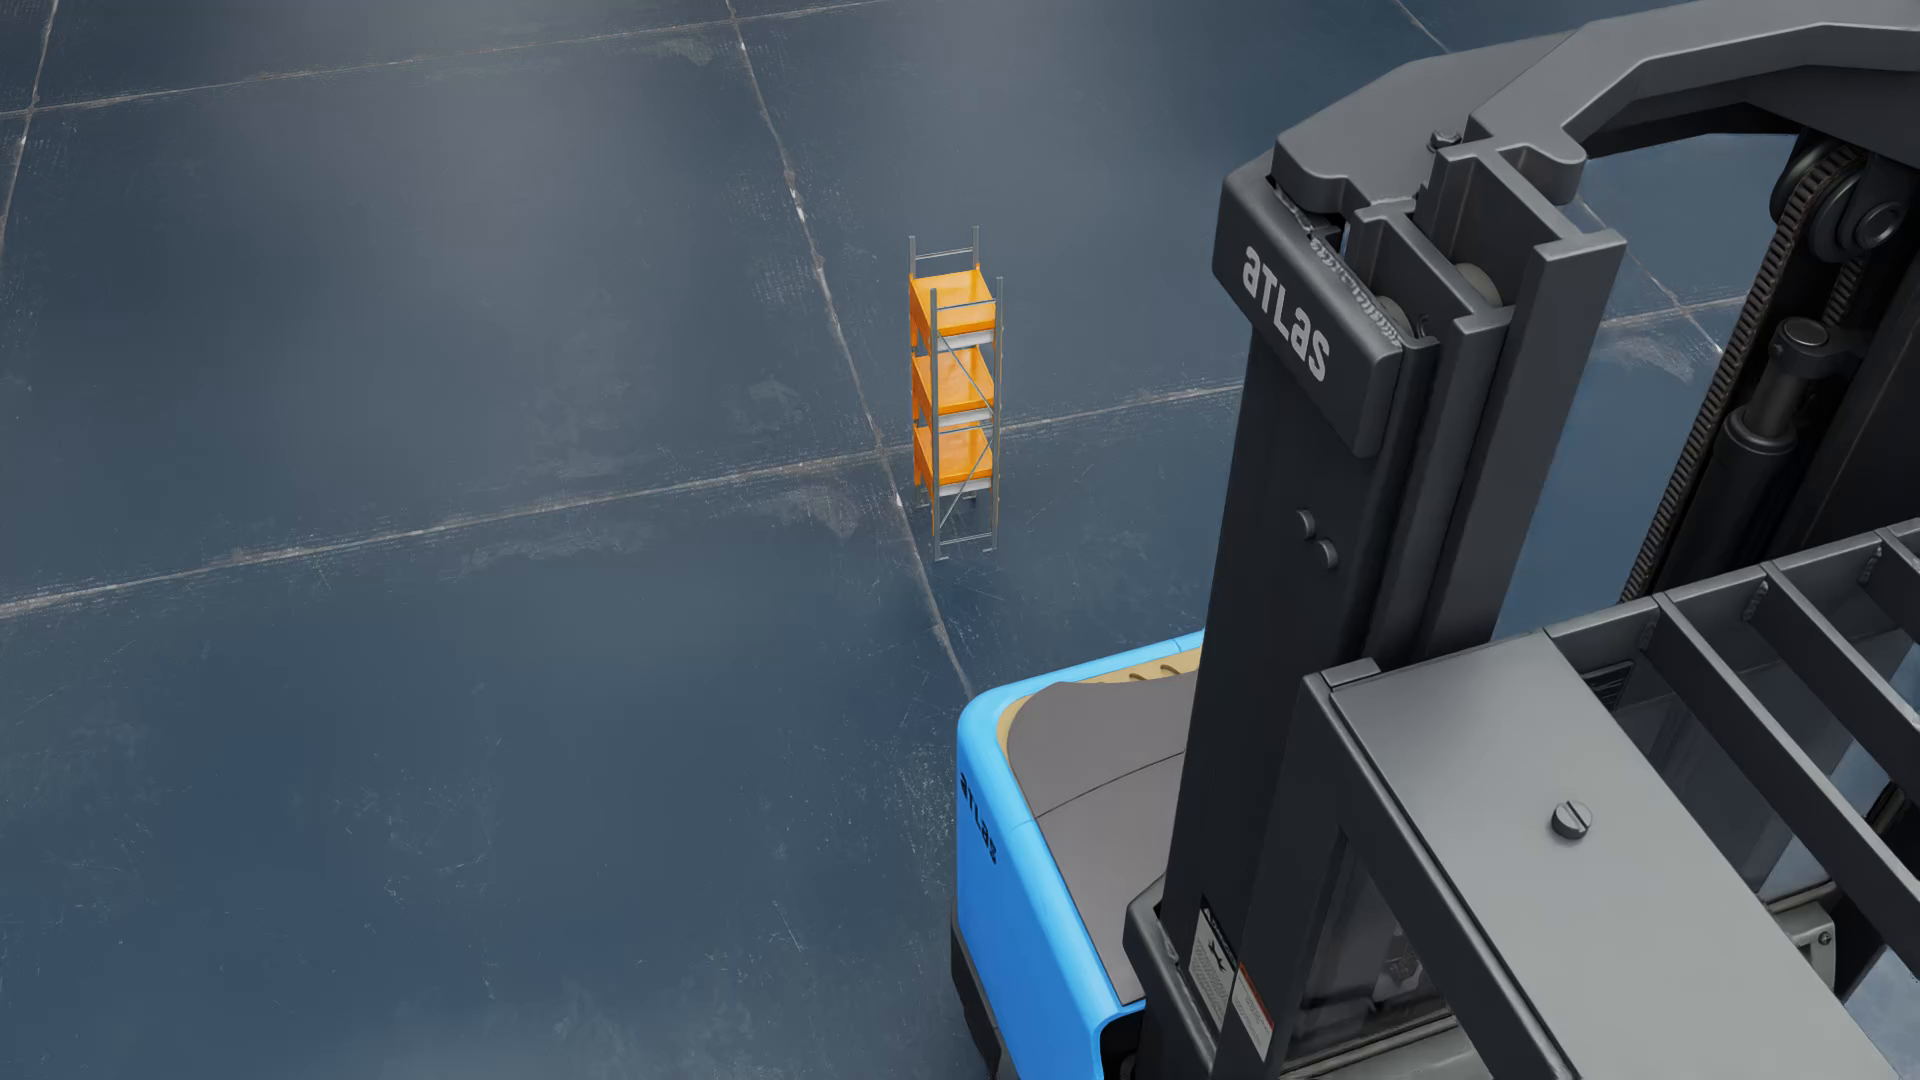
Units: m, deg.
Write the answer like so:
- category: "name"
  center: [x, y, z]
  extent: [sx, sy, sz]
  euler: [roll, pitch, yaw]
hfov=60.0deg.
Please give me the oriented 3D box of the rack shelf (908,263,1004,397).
- category: "rack shelf"
  center: [-0.014, -0.596, 4.716]
  extent: [0.215, 0.259, 0.240]
  euler: [-11, 47, -10]

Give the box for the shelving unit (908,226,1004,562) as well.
- category: "shelving unit"
  center: [-0.014, -0.404, 4.911]
  extent: [0.215, 1.050, 0.252]
  euler: [-11, 47, -10]

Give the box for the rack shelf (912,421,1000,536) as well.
- category: "rack shelf"
  center: [-0.014, -0.202, 5.117]
  extent: [0.215, 0.259, 0.240]
  euler: [-11, 47, -10]

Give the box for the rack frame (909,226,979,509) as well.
- category: "rack frame"
  center: [-0.045, -0.489, 4.994]
  extent: [0.200, 1.050, 0.008]
  euler: [-11, 47, -10]

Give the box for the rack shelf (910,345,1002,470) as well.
- category: "rack shelf"
  center: [-0.014, -0.397, 4.919]
  extent: [0.215, 0.259, 0.240]
  euler: [-11, 47, -10]

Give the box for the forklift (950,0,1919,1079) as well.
- category: "forklift"
  center: [0.949, 0.929, 2.287]
  extent: [1.130, 2.935, 3.031]
  euler: [-14, 47, -14]

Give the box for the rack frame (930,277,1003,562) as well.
- category: "rack frame"
  center: [0.018, -0.320, 4.829]
  extent: [0.200, 1.050, 0.008]
  euler: [-11, 47, -10]
